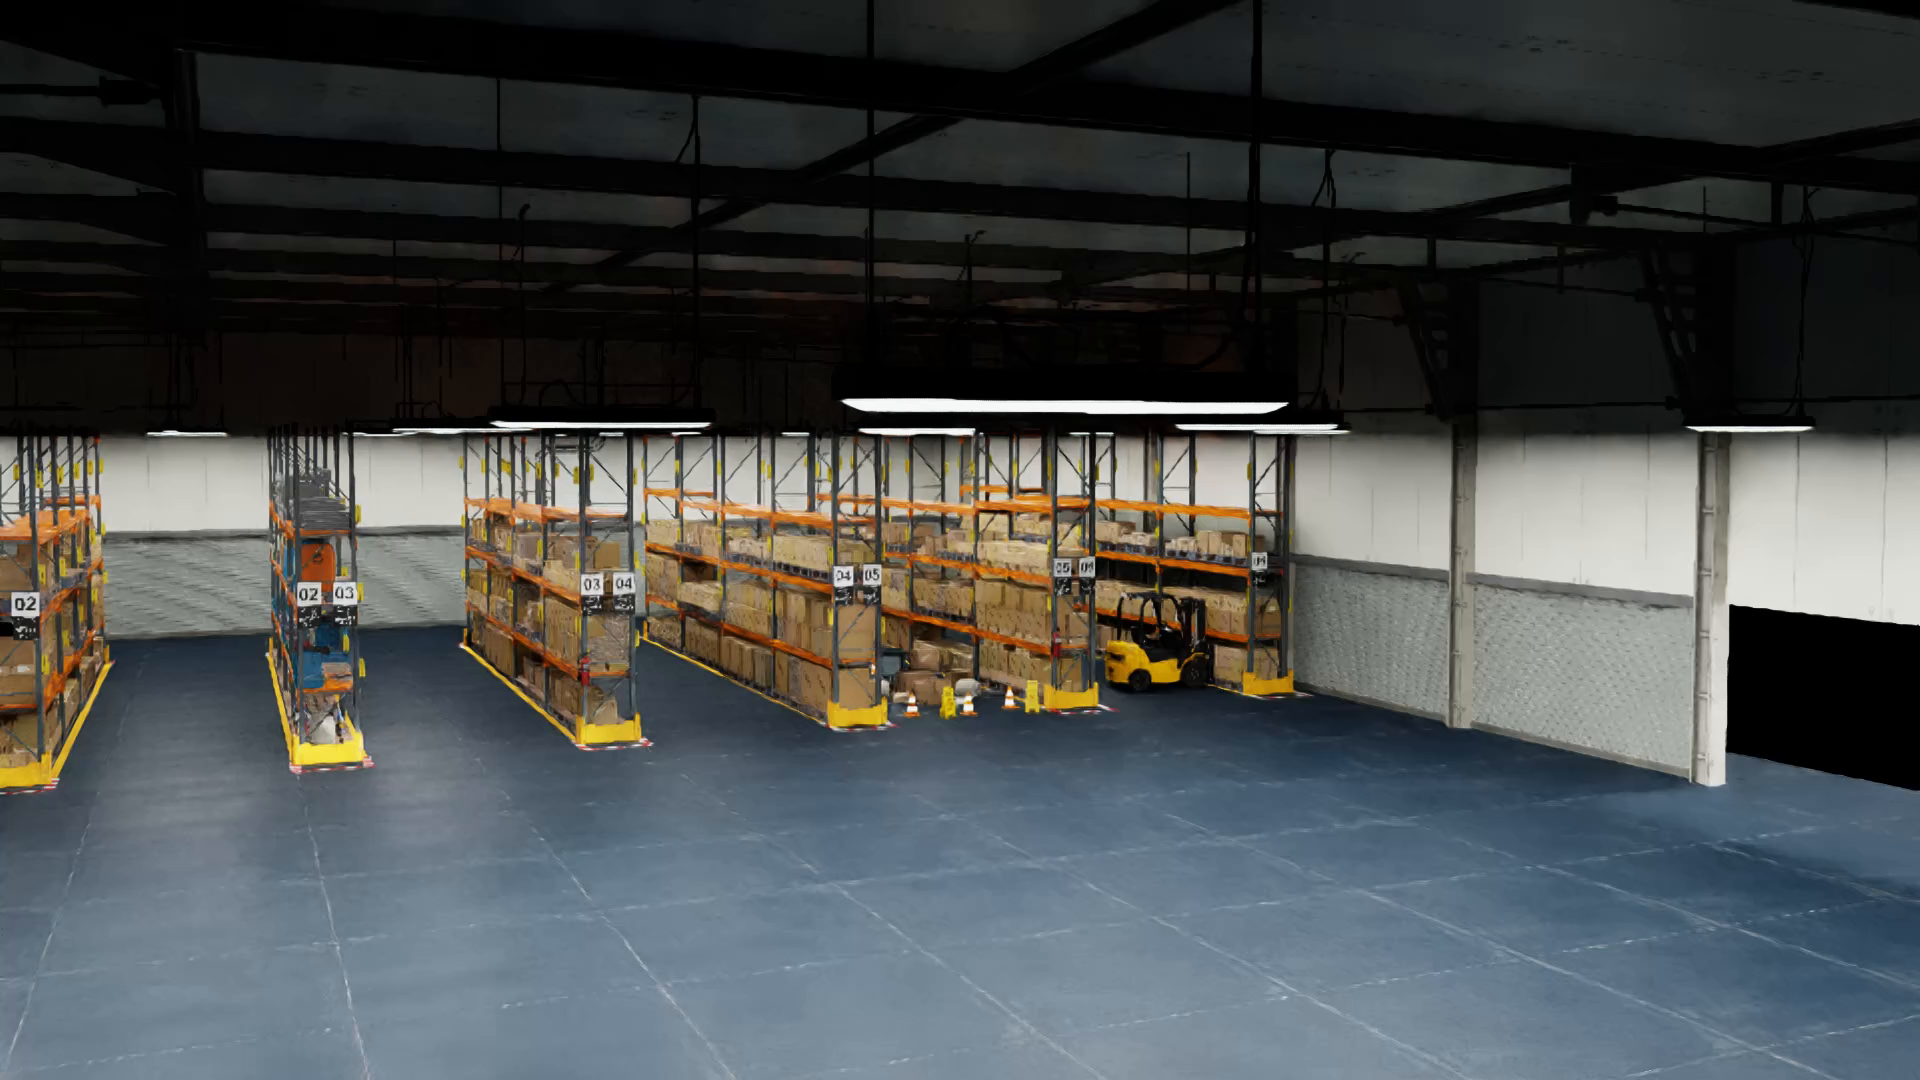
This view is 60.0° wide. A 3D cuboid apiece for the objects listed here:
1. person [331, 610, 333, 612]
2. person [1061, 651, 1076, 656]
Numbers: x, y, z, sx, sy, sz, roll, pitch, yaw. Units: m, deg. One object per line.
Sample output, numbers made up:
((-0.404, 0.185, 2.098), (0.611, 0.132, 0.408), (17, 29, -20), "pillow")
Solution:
((-15.663, 2.294, 41.815), (0.402, 1.726, 0.644), (-2, 4, -30), "person")
((2.548, 2.427, 39.075), (0.620, 1.786, 0.456), (2, 4, 35), "person")
